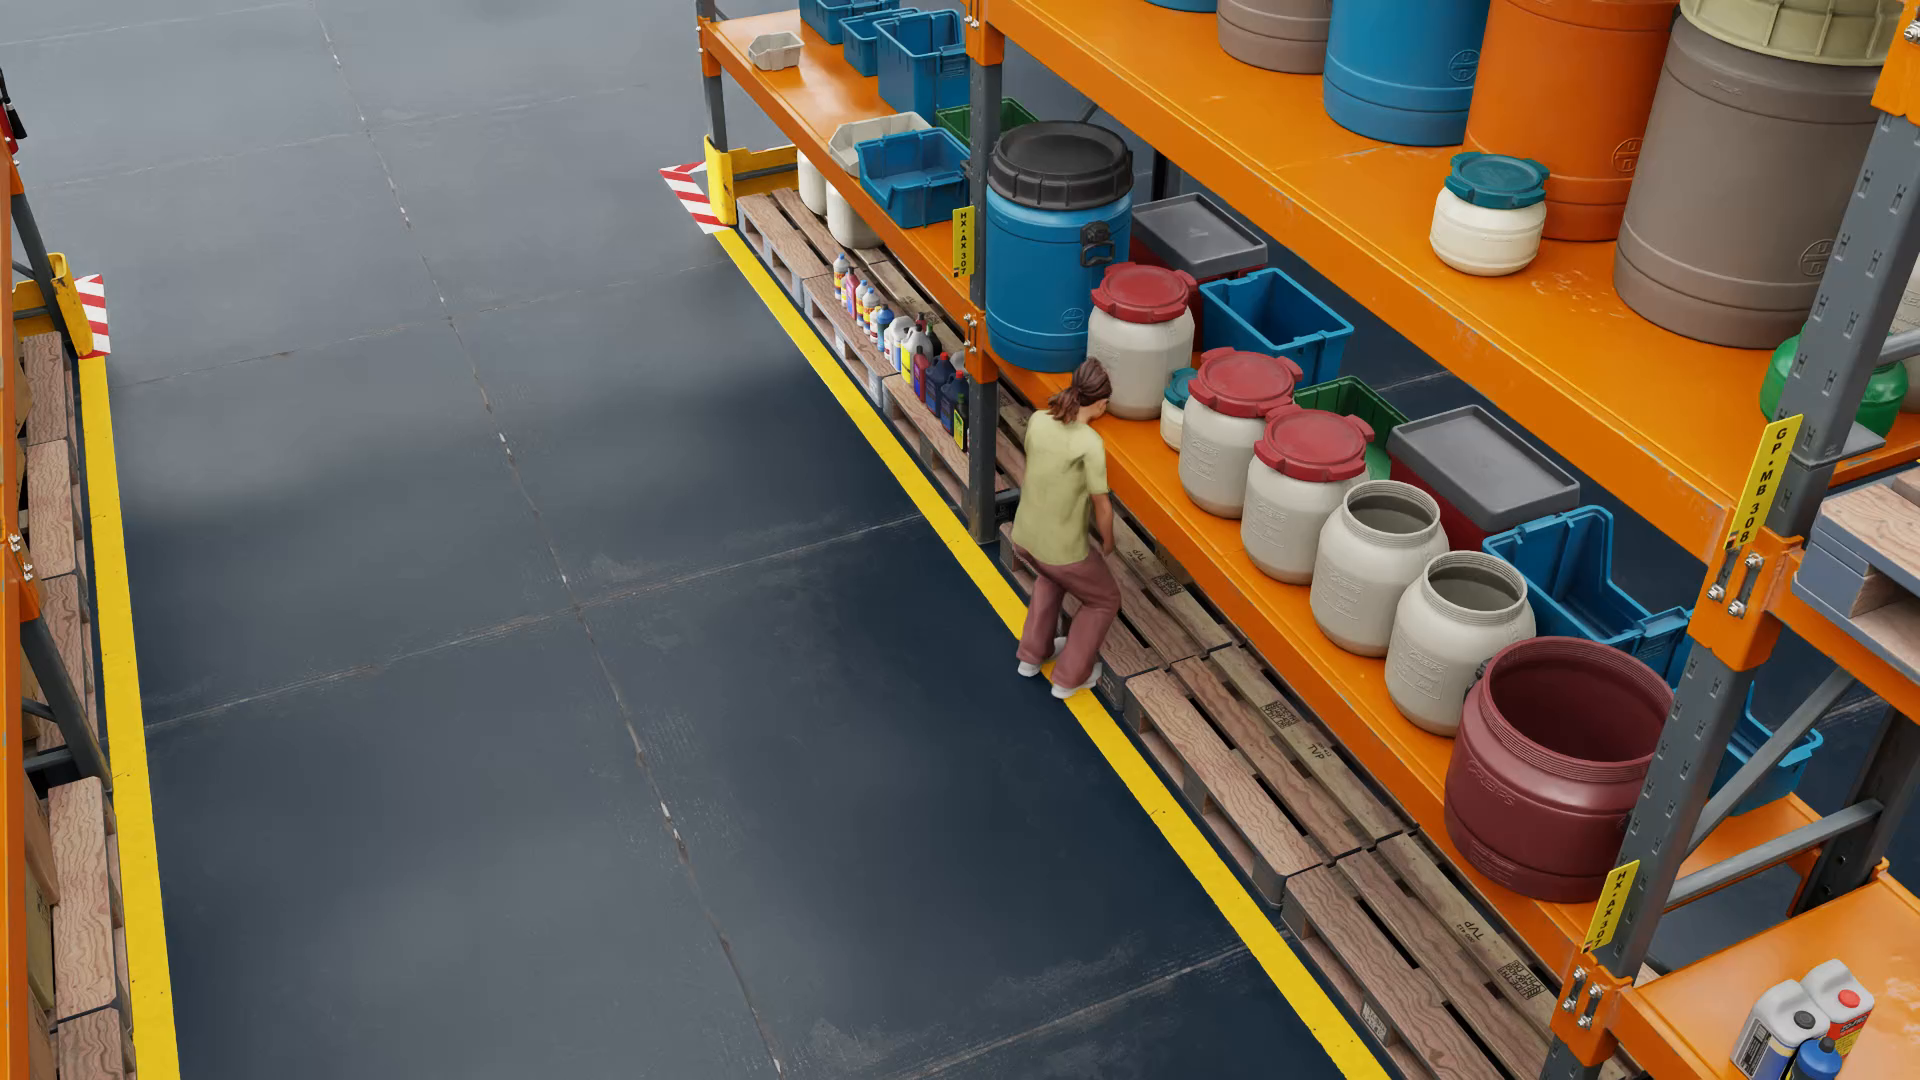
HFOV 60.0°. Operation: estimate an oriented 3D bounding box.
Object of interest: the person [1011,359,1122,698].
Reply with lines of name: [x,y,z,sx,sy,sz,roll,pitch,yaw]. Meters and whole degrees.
person: [0.443,-0.040,7.014,0.490,1.555,0.490,-27,45,-31]
